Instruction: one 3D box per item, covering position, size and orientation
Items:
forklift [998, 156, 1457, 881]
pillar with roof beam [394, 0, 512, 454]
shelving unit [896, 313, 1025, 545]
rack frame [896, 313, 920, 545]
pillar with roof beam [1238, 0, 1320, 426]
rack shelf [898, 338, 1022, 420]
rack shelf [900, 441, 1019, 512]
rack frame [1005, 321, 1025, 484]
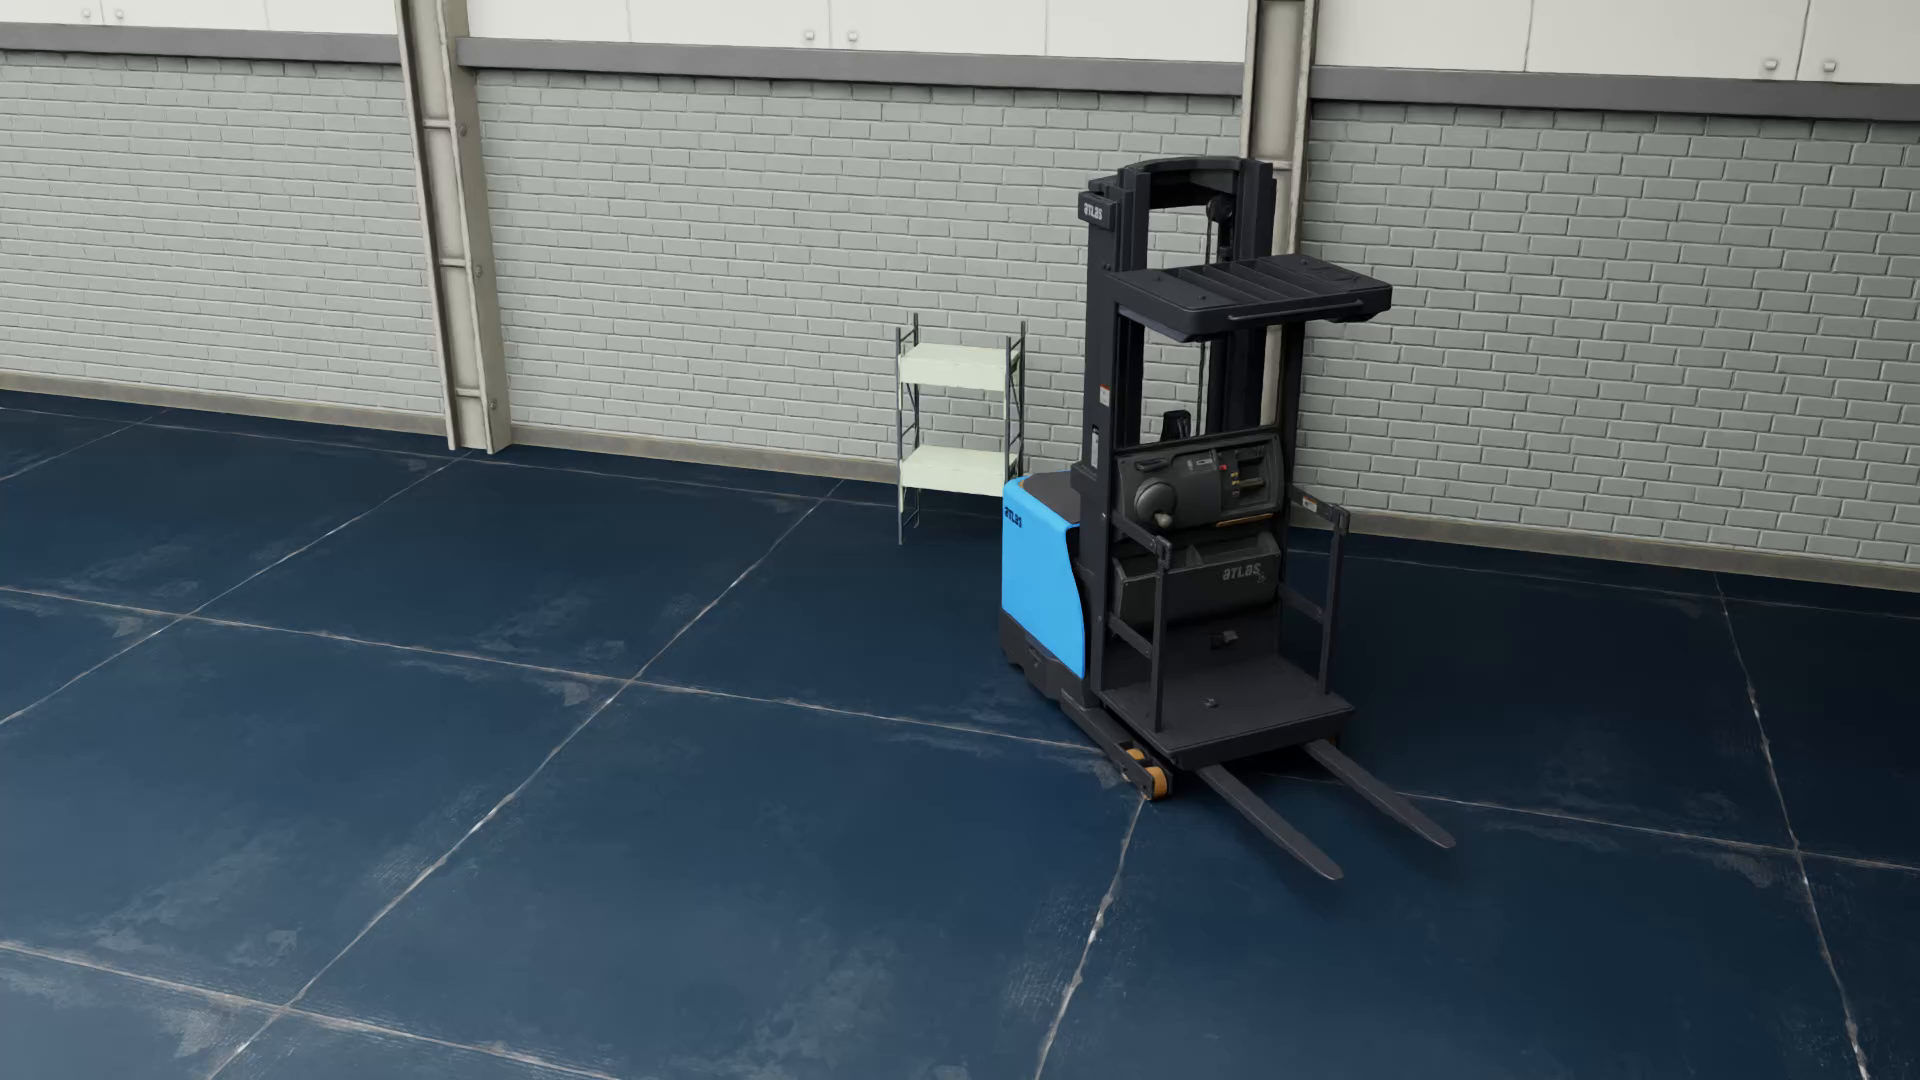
[{"bbox_3d":[1.286,-0.266,8.057,1.130,2.935,3.031,-10,24,-22],"label":"forklift"},{"bbox_3d":[-5.007,-3.341,7.558,0.400,9.000,9.100,7,23,16],"label":"pillar with roof beam"},{"bbox_3d":[0.006,-0.693,10.984,0.755,1.500,0.431,7,23,16],"label":"shelving unit"},{"bbox_3d":[-0.344,-0.733,11.081,0.023,1.500,0.400,7,23,16],"label":"rack frame"},{"bbox_3d":[0.737,-2.684,5.955,0.400,9.000,9.100,7,23,16],"label":"pillar with roof beam"},{"bbox_3d":[0.006,-1.054,10.836,0.720,0.370,0.431,7,23,16],"label":"rack shelf"},{"bbox_3d":[0.006,-0.392,11.107,0.720,0.370,0.431,7,23,16],"label":"rack shelf"},{"bbox_3d":[0.357,-0.653,10.886,0.023,1.500,0.400,7,23,16],"label":"rack frame"}]
